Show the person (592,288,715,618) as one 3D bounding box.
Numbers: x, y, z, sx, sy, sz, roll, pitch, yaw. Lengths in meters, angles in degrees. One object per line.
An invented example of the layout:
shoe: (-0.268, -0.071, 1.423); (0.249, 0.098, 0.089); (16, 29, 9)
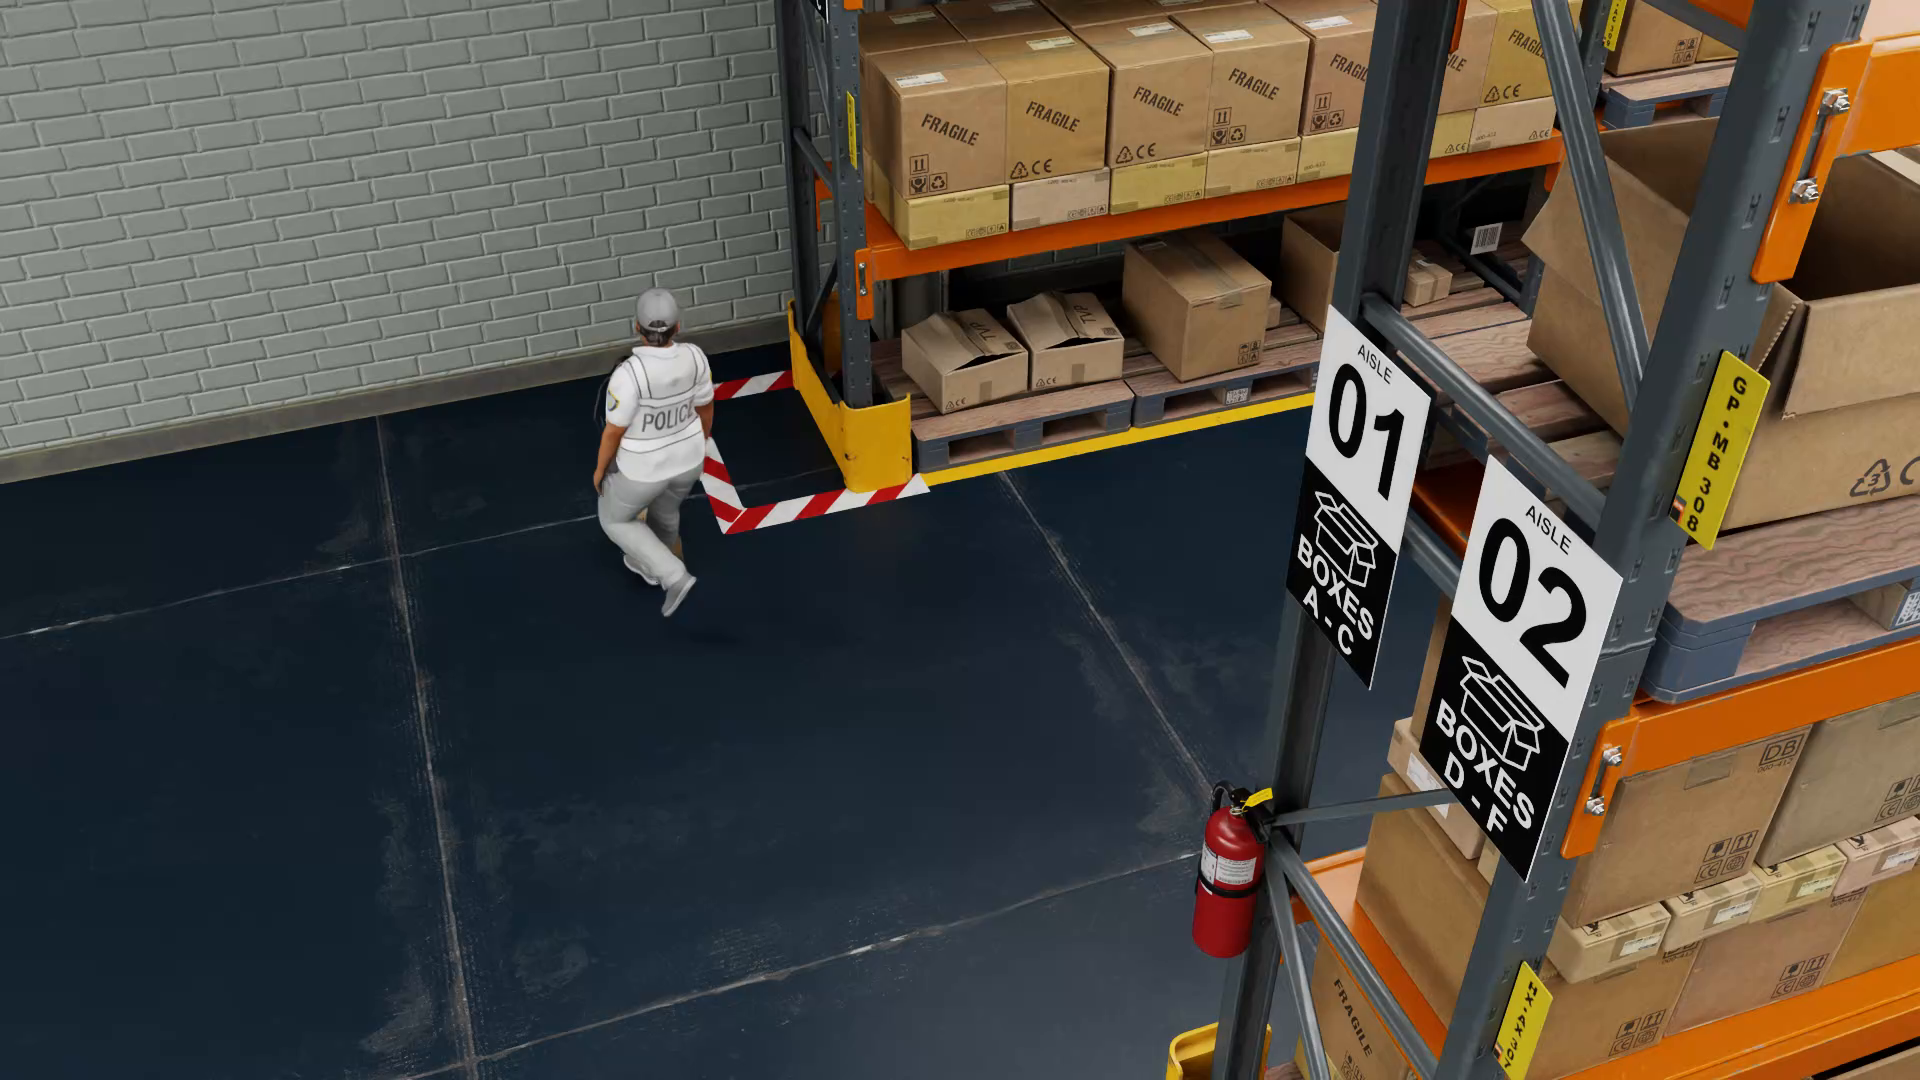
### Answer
person: (-1.375, -0.393, 7.287); (0.551, 1.638, 0.720); (-28, 46, -31)
